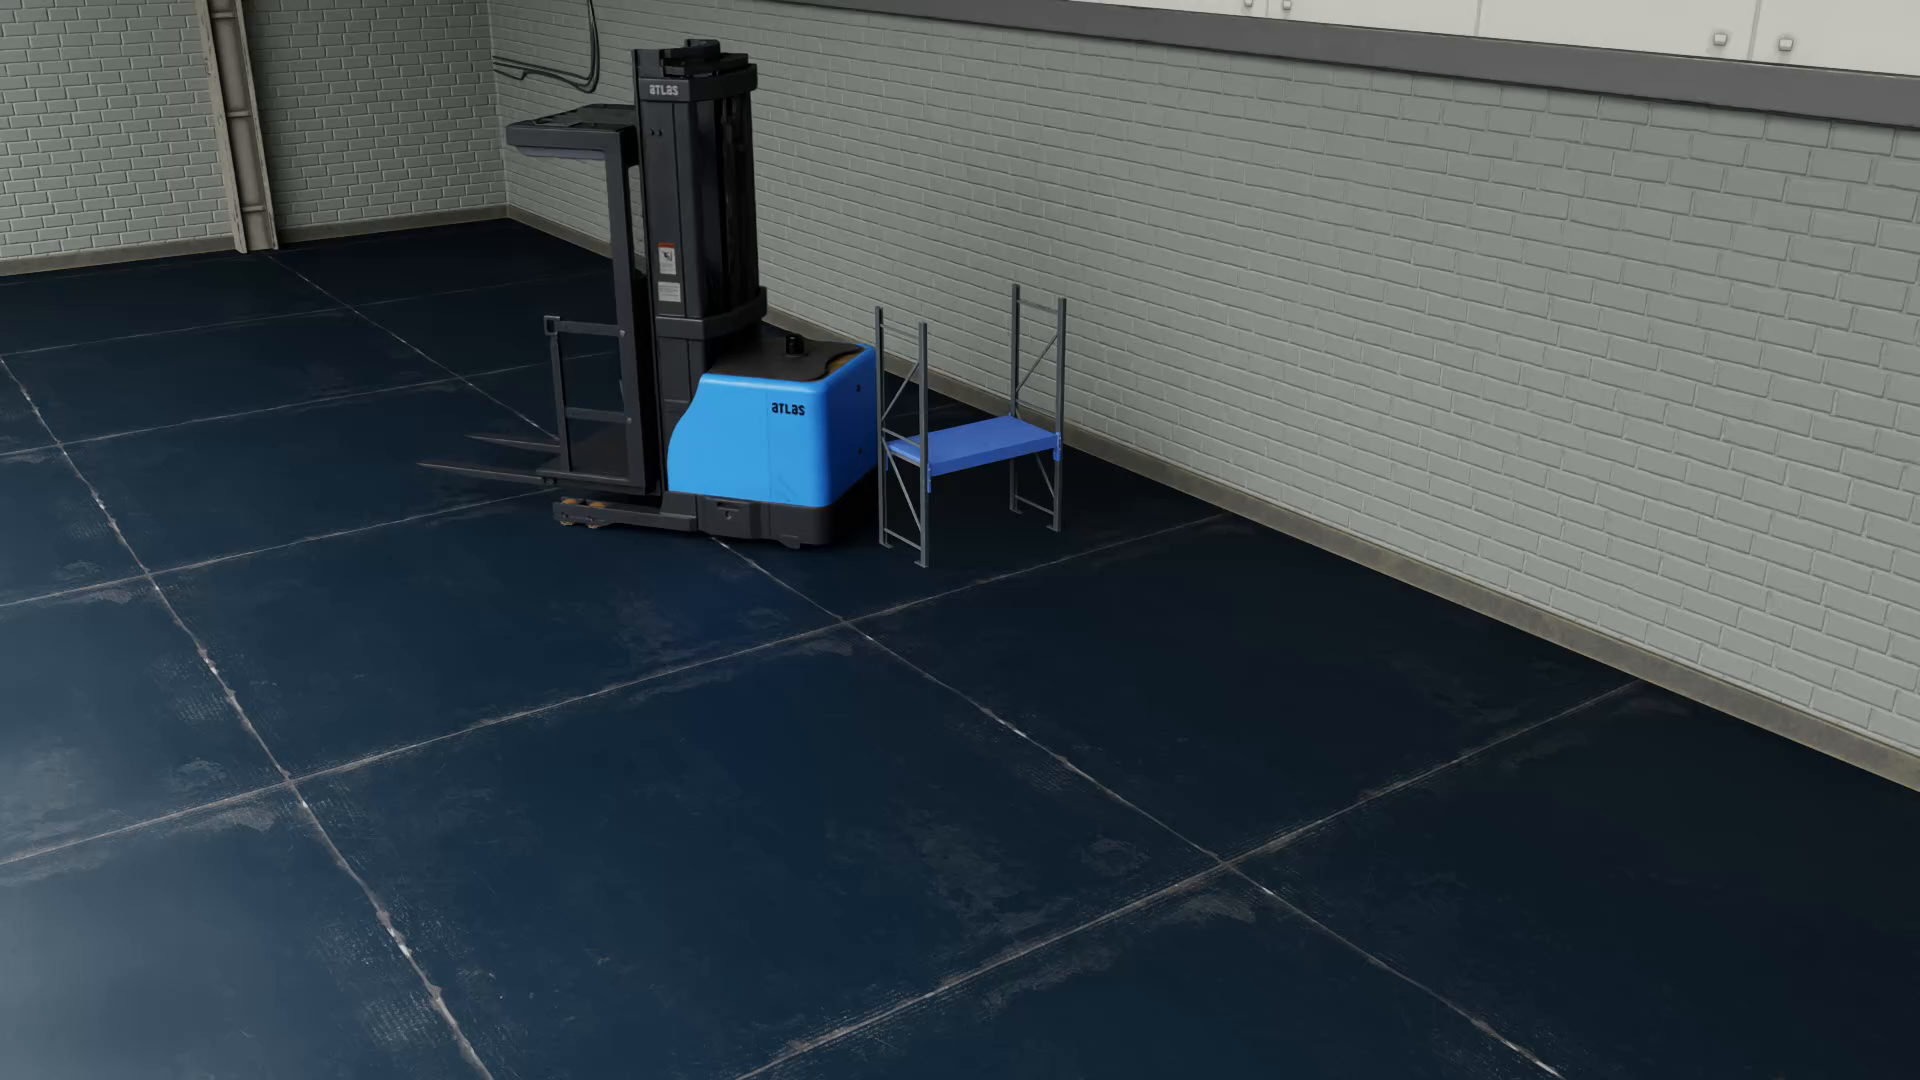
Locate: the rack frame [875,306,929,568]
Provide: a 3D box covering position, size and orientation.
[{"bbox_3d":[-0.343,-0.605,9.889,0.032,1.500,0.500,-15,26,-33],"label":"rack frame"}]

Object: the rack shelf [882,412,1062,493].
[{"bbox_3d":[0.069,-0.548,10.231,1.000,0.185,0.538,-15,26,-33],"label":"rack shelf"}]

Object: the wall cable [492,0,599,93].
[{"bbox_3d":[-4.670,-6.224,18.042,0.112,2.526,3.097,-15,26,-33],"label":"wall cable"}]

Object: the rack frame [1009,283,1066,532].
[{"bbox_3d":[0.482,-0.825,10.440,0.032,1.500,0.500,-15,26,-33],"label":"rack frame"}]

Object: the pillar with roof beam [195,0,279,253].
[{"bbox_3d":[-5.319,-6.131,13.620,0.400,9.000,9.100,-15,26,-33],"label":"pillar with roof beam"}]

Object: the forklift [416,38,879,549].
[{"bbox_3d":[-2.081,-1.610,10.477,3.031,2.935,1.130,7,23,17],"label":"forklift"}]

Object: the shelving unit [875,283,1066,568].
[{"bbox_3d":[0.069,-0.715,10.165,1.048,1.500,0.538,-15,26,-33],"label":"shelving unit"}]
